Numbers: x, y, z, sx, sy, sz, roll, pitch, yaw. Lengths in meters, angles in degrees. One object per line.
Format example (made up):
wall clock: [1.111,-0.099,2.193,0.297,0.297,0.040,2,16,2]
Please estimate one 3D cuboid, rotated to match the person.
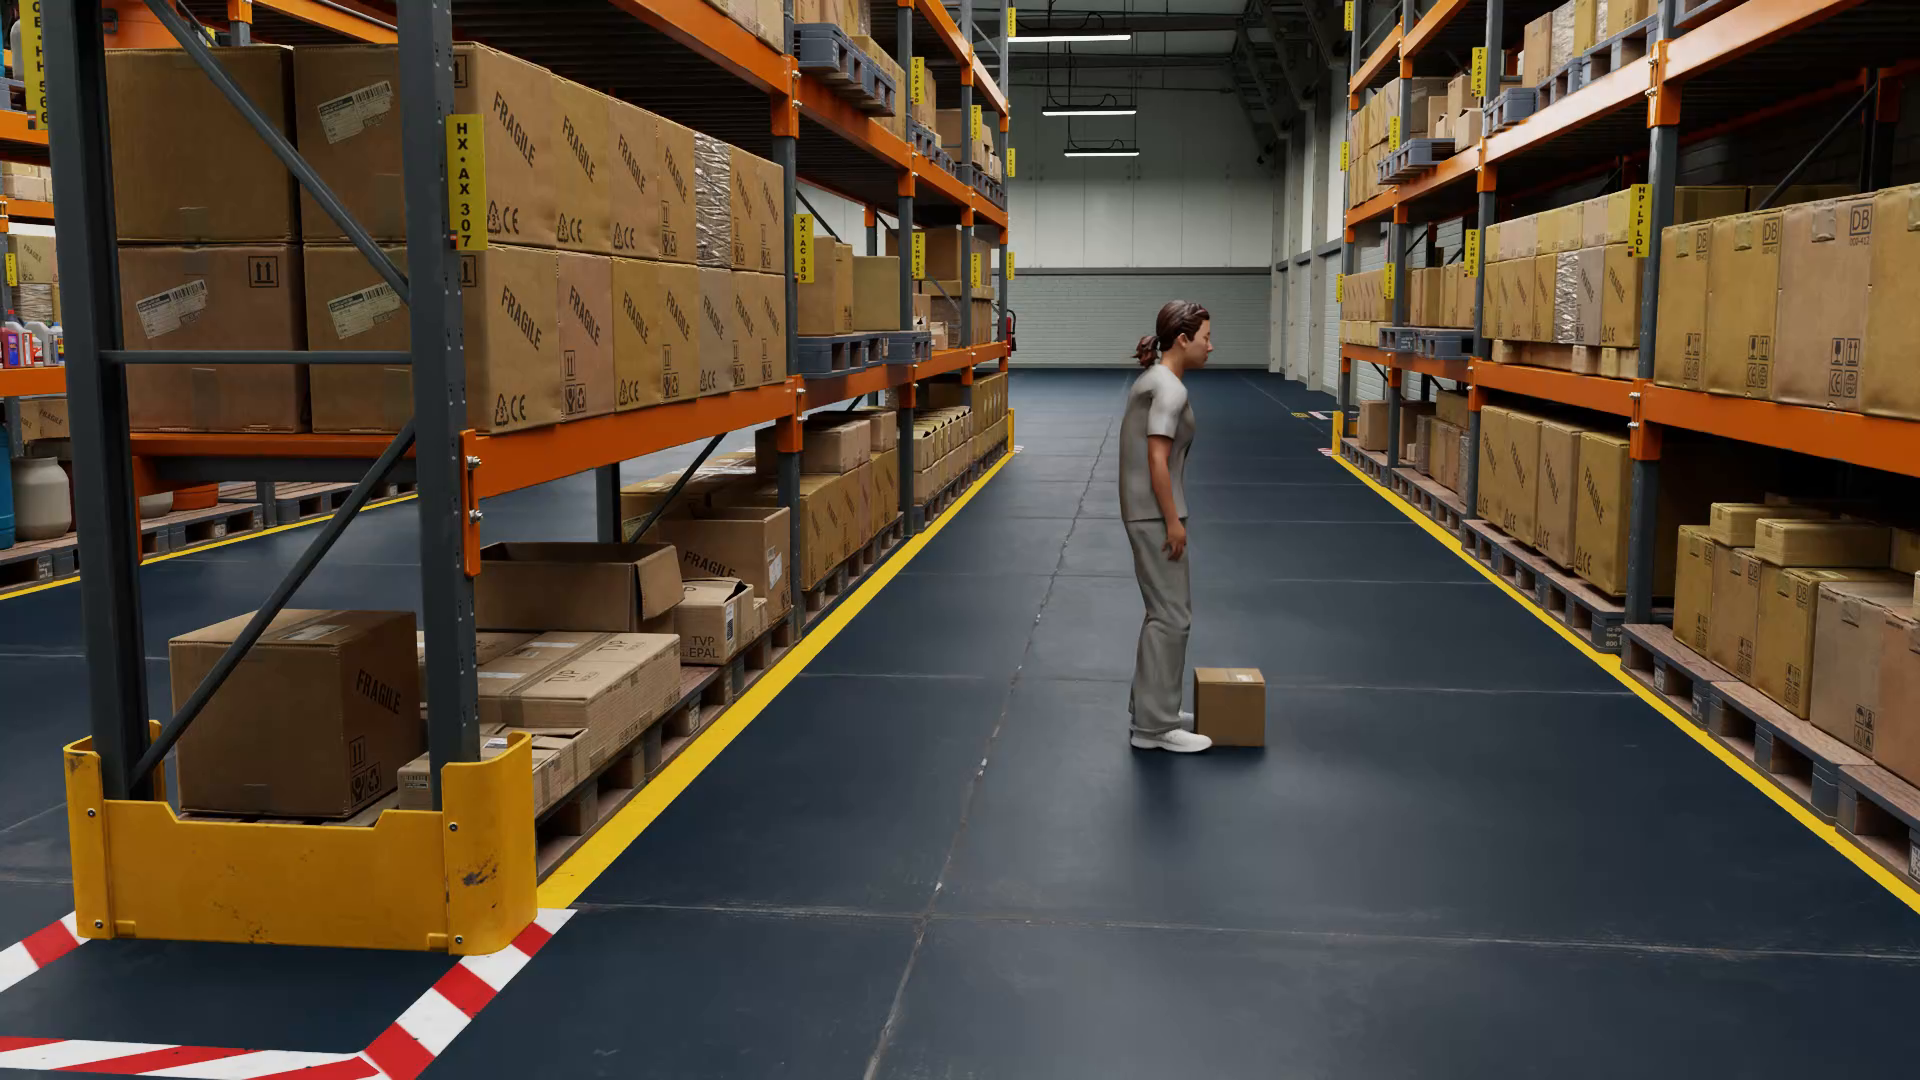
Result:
person: [0.780,-0.056,6.299,0.362,1.650,0.497,1,8,4]
